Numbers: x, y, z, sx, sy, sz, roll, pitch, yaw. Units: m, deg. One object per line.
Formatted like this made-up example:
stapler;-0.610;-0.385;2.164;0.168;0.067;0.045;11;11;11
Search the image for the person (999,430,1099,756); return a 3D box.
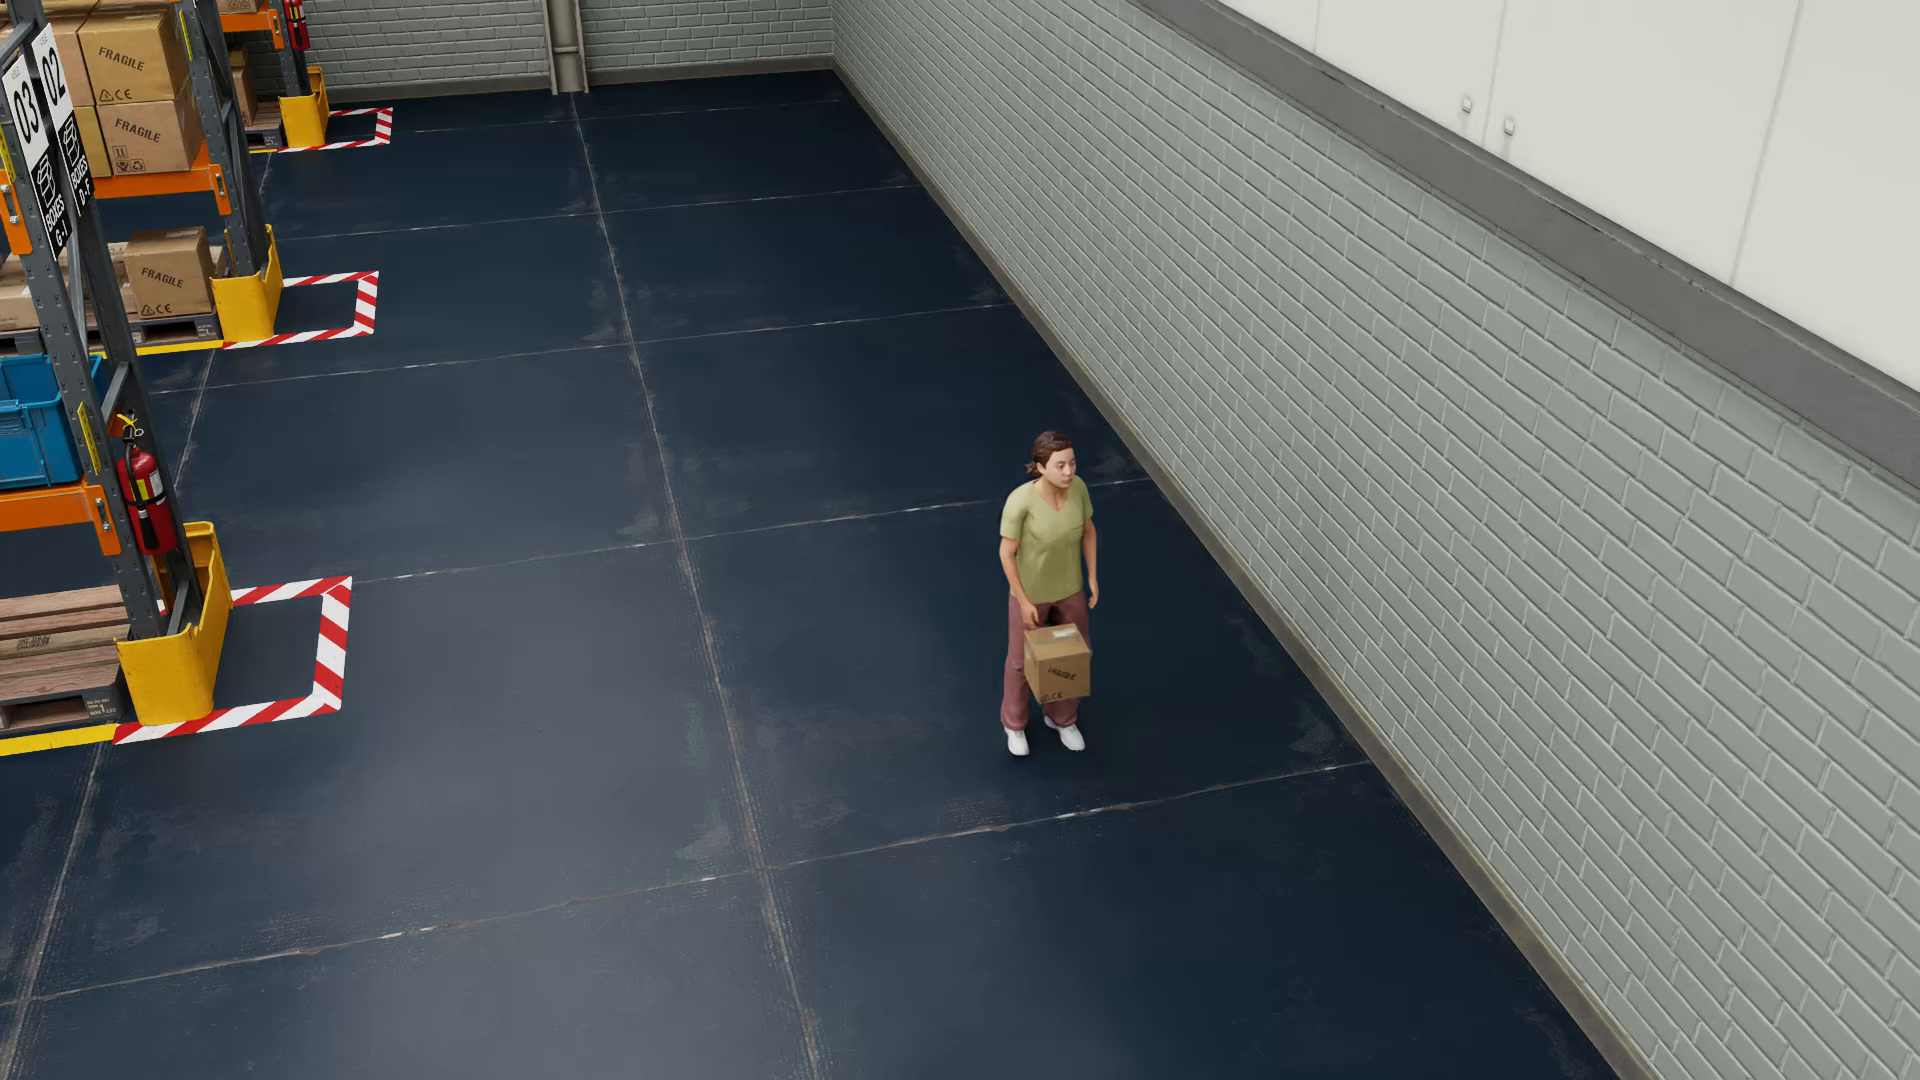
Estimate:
person;0.420;0.258;7.802;0.524;1.678;0.375;-14;33;-22
